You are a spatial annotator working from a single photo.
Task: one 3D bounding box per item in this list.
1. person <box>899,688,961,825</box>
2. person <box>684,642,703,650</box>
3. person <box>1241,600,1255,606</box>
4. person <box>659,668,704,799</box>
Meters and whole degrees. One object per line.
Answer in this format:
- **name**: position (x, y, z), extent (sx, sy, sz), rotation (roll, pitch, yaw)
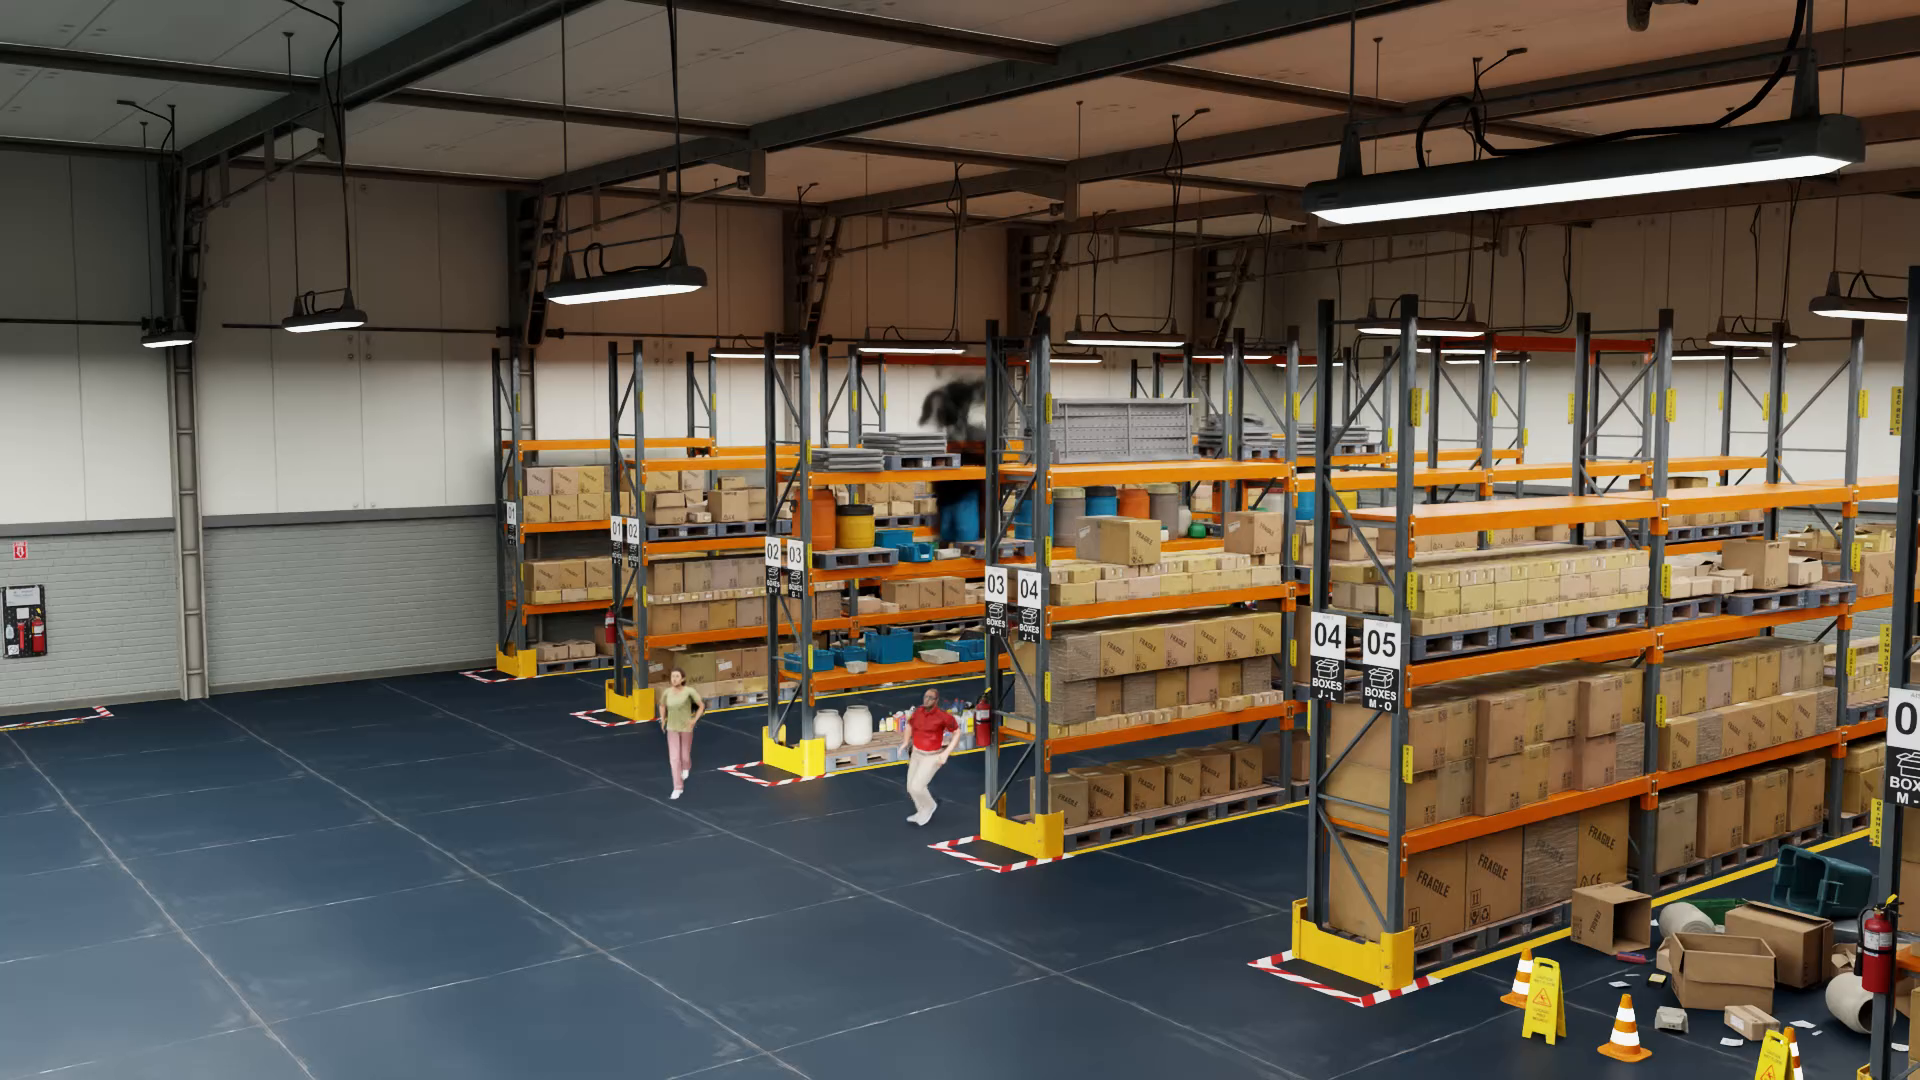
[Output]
- **person**: position (-0.403, 2.593, 19.798), extent (0.724, 1.676, 0.580), rotation (5, 7, 42)
- **person**: position (-4.608, 1.745, 29.212), extent (0.632, 1.734, 0.691), rotation (-4, 6, -38)
- **person**: position (5.618, 1.471, 32.214), extent (0.682, 1.733, 0.625), rotation (5, 7, 42)
- **person**: position (-3.597, 2.458, 21.524), extent (0.595, 1.662, 0.741), rotation (0, 5, 3)
